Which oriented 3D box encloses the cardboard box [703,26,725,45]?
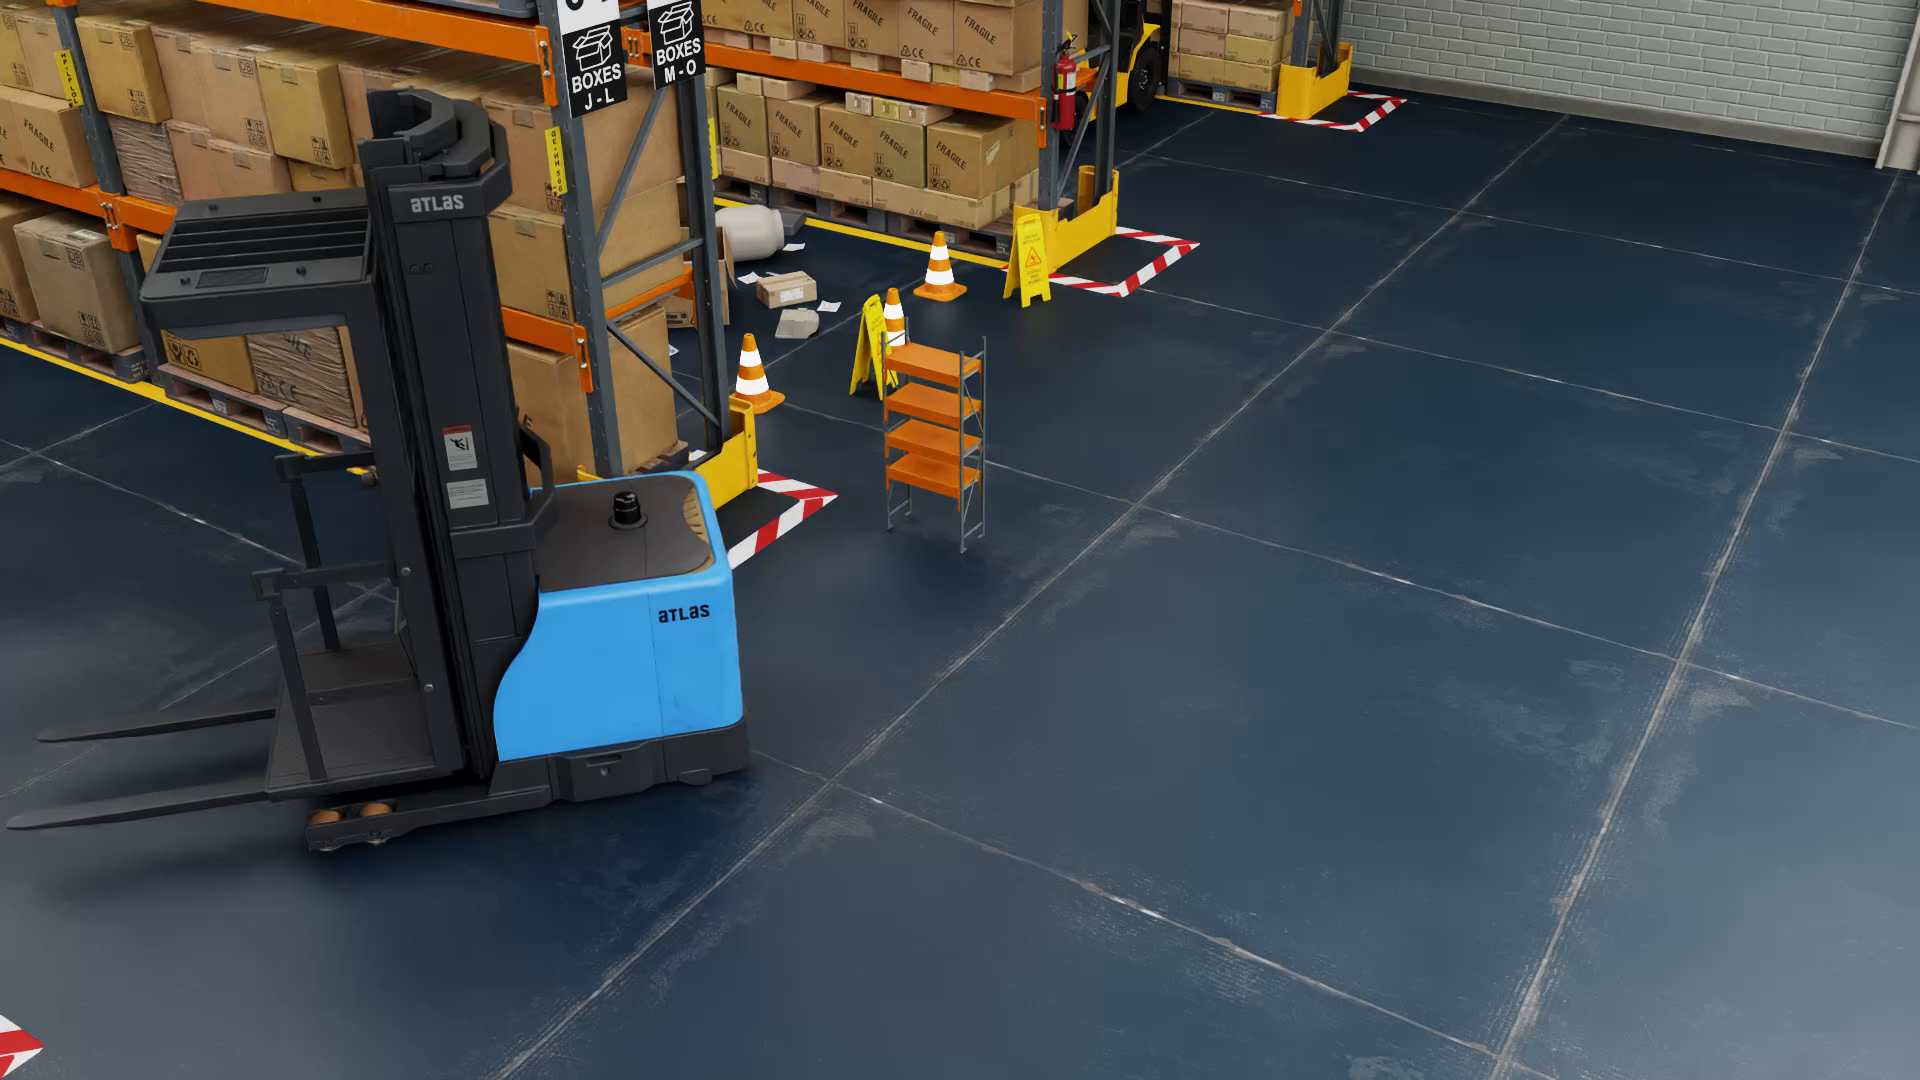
[{"bbox_3d":[-1.906,-4.227,13.768,0.250,0.149,0.380,17,34,27],"label":"cardboard box"}]

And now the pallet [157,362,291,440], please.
[{"bbox_3d":[-4.429,-1.079,10.891,1.213,0.211,1.003,18,35,27],"label":"pallet"}]

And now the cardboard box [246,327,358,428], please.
[{"bbox_3d":[-3.771,-1.346,10.273,0.875,0.875,0.875,18,35,28],"label":"cardboard box"}]

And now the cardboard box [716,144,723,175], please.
[{"bbox_3d":[-2.129,-3.381,14.381,0.500,0.250,0.500,16,34,25],"label":"cardboard box"}]

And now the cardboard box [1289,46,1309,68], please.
[{"bbox_3d":[3.226,-4.917,17.014,0.500,0.250,0.500,18,35,28],"label":"cardboard box"}]

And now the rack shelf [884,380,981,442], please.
[{"bbox_3d":[-0.140,-0.698,8.945,0.480,0.148,0.258,18,35,27],"label":"rack shelf"}]

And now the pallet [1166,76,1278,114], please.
[{"bbox_3d":[2.868,-4.691,17.082,1.213,0.211,1.003,18,35,27],"label":"pallet"}]

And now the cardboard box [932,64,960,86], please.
[{"bbox_3d":[-0.007,-3.588,12.672,0.250,0.149,0.380,17,34,27],"label":"cardboard box"}]

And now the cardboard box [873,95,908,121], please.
[{"bbox_3d":[-0.473,-3.429,13.074,0.250,0.149,0.380,18,35,28],"label":"cardboard box"}]

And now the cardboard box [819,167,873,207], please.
[{"bbox_3d":[-0.806,-2.964,13.667,0.500,0.250,0.500,16,34,26],"label":"cardboard box"}]

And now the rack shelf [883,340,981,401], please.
[{"bbox_3d":[-0.140,-0.902,8.826,0.480,0.148,0.258,18,35,27],"label":"rack shelf"}]

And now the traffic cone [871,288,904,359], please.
[{"bbox_3d":[-0.450,-1.493,11.350,0.334,0.463,0.336,18,35,27],"label":"traffic cone"}]

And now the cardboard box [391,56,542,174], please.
[{"bbox_3d":[-2.452,-2.204,8.832,0.550,0.550,0.875,18,35,27],"label":"cardboard box"}]

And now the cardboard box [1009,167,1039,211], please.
[{"bbox_3d":[0.366,-2.917,13.585,0.500,0.250,0.500,17,34,27],"label":"cardboard box"}]

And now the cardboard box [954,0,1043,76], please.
[{"bbox_3d":[0.296,-3.789,12.373,0.500,0.500,0.500,17,34,26],"label":"cardboard box"}]

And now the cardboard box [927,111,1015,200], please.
[{"bbox_3d":[0.085,-3.010,13.001,0.500,0.500,0.500,18,35,28],"label":"cardboard box"}]

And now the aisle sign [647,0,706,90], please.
[{"bbox_3d":[-1.424,-2.681,8.289,0.004,0.787,0.394,18,35,27],"label":"aisle sign"}]

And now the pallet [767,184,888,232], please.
[{"bbox_3d":[-0.860,-2.965,14.123,1.213,0.211,1.003,18,35,27],"label":"pallet"}]

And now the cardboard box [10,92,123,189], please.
[{"bbox_3d":[-5.616,-2.590,10.613,0.500,0.500,0.500,17,34,27],"label":"cardboard box"}]

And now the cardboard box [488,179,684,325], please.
[{"bbox_3d":[-1.982,-1.594,8.857,0.550,0.550,0.875,18,35,27],"label":"cardboard box"}]

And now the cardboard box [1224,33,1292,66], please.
[{"bbox_3d":[2.960,-4.915,16.514,0.500,0.250,0.500,17,34,27],"label":"cardboard box"}]

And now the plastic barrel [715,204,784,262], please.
[{"bbox_3d":[-1.652,-2.383,12.915,0.512,0.421,0.421,-9,32,-15],"label":"plastic barrel"}]

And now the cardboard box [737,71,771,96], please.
[{"bbox_3d":[-1.619,-3.789,13.692,0.250,0.149,0.380,19,35,29],"label":"cardboard box"}]

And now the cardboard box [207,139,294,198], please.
[{"bbox_3d":[-3.840,-2.159,9.826,0.550,0.550,0.875,18,35,27],"label":"cardboard box"}]

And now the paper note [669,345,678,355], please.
[{"bbox_3d":[-2.034,-1.300,11.449,0.144,0.017,0.142,-21,36,-32],"label":"paper note"}]

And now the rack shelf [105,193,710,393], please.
[{"bbox_3d":[-3.338,-1.674,9.857,4.000,0.370,1.077,18,35,27],"label":"rack shelf"}]

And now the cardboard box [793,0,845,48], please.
[{"bbox_3d":[-0.967,-4.204,13.085,0.500,0.500,0.500,18,35,28],"label":"cardboard box"}]

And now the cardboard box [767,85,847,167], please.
[{"bbox_3d":[-1.231,-3.427,13.715,0.500,0.500,0.500,20,36,30],"label":"cardboard box"}]

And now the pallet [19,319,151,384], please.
[{"bbox_3d":[-5.725,-1.491,11.596,1.213,0.211,1.003,18,35,27],"label":"pallet"}]

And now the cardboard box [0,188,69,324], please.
[{"bbox_3d":[-6.420,-2.119,11.720,0.750,0.750,1.050,18,35,27],"label":"cardboard box"}]

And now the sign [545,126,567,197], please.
[{"bbox_3d":[-1.944,-1.824,8.016,0.005,0.325,0.100,18,35,27],"label":"sign"}]

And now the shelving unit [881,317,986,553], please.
[{"bbox_3d":[-0.140,-0.563,9.024,0.503,1.200,0.258,18,35,27],"label":"shelving unit"}]

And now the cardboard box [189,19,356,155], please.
[{"bbox_3d":[-3.825,-2.638,9.574,0.550,0.550,0.875,18,35,27],"label":"cardboard box"}]

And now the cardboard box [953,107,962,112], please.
[{"bbox_3d":[-0.099,-3.385,13.644,0.500,0.500,0.500,16,34,26],"label":"cardboard box"}]

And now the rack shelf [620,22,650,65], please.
[{"bbox_3d":[-4.179,-4.886,15.362,4.000,0.370,1.077,18,35,27],"label":"rack shelf"}]

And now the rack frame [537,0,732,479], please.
[{"bbox_3d":[-1.644,-1.449,8.758,0.127,3.000,1.000,18,35,27],"label":"rack frame"}]

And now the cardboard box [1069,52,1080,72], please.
[{"bbox_3d":[0.725,-3.660,12.796,0.250,0.149,0.380,18,35,28],"label":"cardboard box"}]

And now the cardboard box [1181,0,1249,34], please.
[{"bbox_3d":[2.547,-5.259,16.607,0.500,0.250,0.500,18,35,28],"label":"cardboard box"}]

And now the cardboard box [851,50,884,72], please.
[{"bbox_3d":[-0.649,-3.802,13.040,0.250,0.149,0.380,17,34,27],"label":"cardboard box"}]

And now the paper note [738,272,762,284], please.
[{"bbox_3d":[-1.596,-1.997,12.654,0.148,0.019,0.142,-21,36,-32],"label":"paper note"}]

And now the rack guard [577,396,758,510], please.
[{"bbox_3d":[-1.623,-0.363,9.376,0.348,0.500,1.175,18,35,27],"label":"rack guard"}]

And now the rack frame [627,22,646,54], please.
[{"bbox_3d":[-2.486,-4.661,14.262,0.127,3.000,1.000,18,35,27],"label":"rack frame"}]

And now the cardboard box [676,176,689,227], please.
[{"bbox_3d":[-2.301,-2.714,13.404,0.500,0.500,0.500,-9,32,-15],"label":"cardboard box"}]

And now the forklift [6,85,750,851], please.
[{"bbox_3d":[-2.516,-0.252,6.773,3.031,2.935,1.130,-8,31,-13],"label":"forklift"}]

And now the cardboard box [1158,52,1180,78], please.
[{"bbox_3d":[2.137,-4.968,17.102,0.500,0.250,0.500,18,35,28],"label":"cardboard box"}]

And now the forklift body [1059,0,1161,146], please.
[{"bbox_3d":[0.962,-5.071,15.808,1.214,2.155,2.313,18,35,27],"label":"forklift body"}]

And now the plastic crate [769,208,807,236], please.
[{"bbox_3d":[-1.592,-2.629,13.677,0.583,0.080,0.402,6,31,10],"label":"plastic crate"}]

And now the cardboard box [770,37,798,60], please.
[{"bbox_3d":[-1.311,-3.984,13.352,0.250,0.149,0.380,18,35,28],"label":"cardboard box"}]
